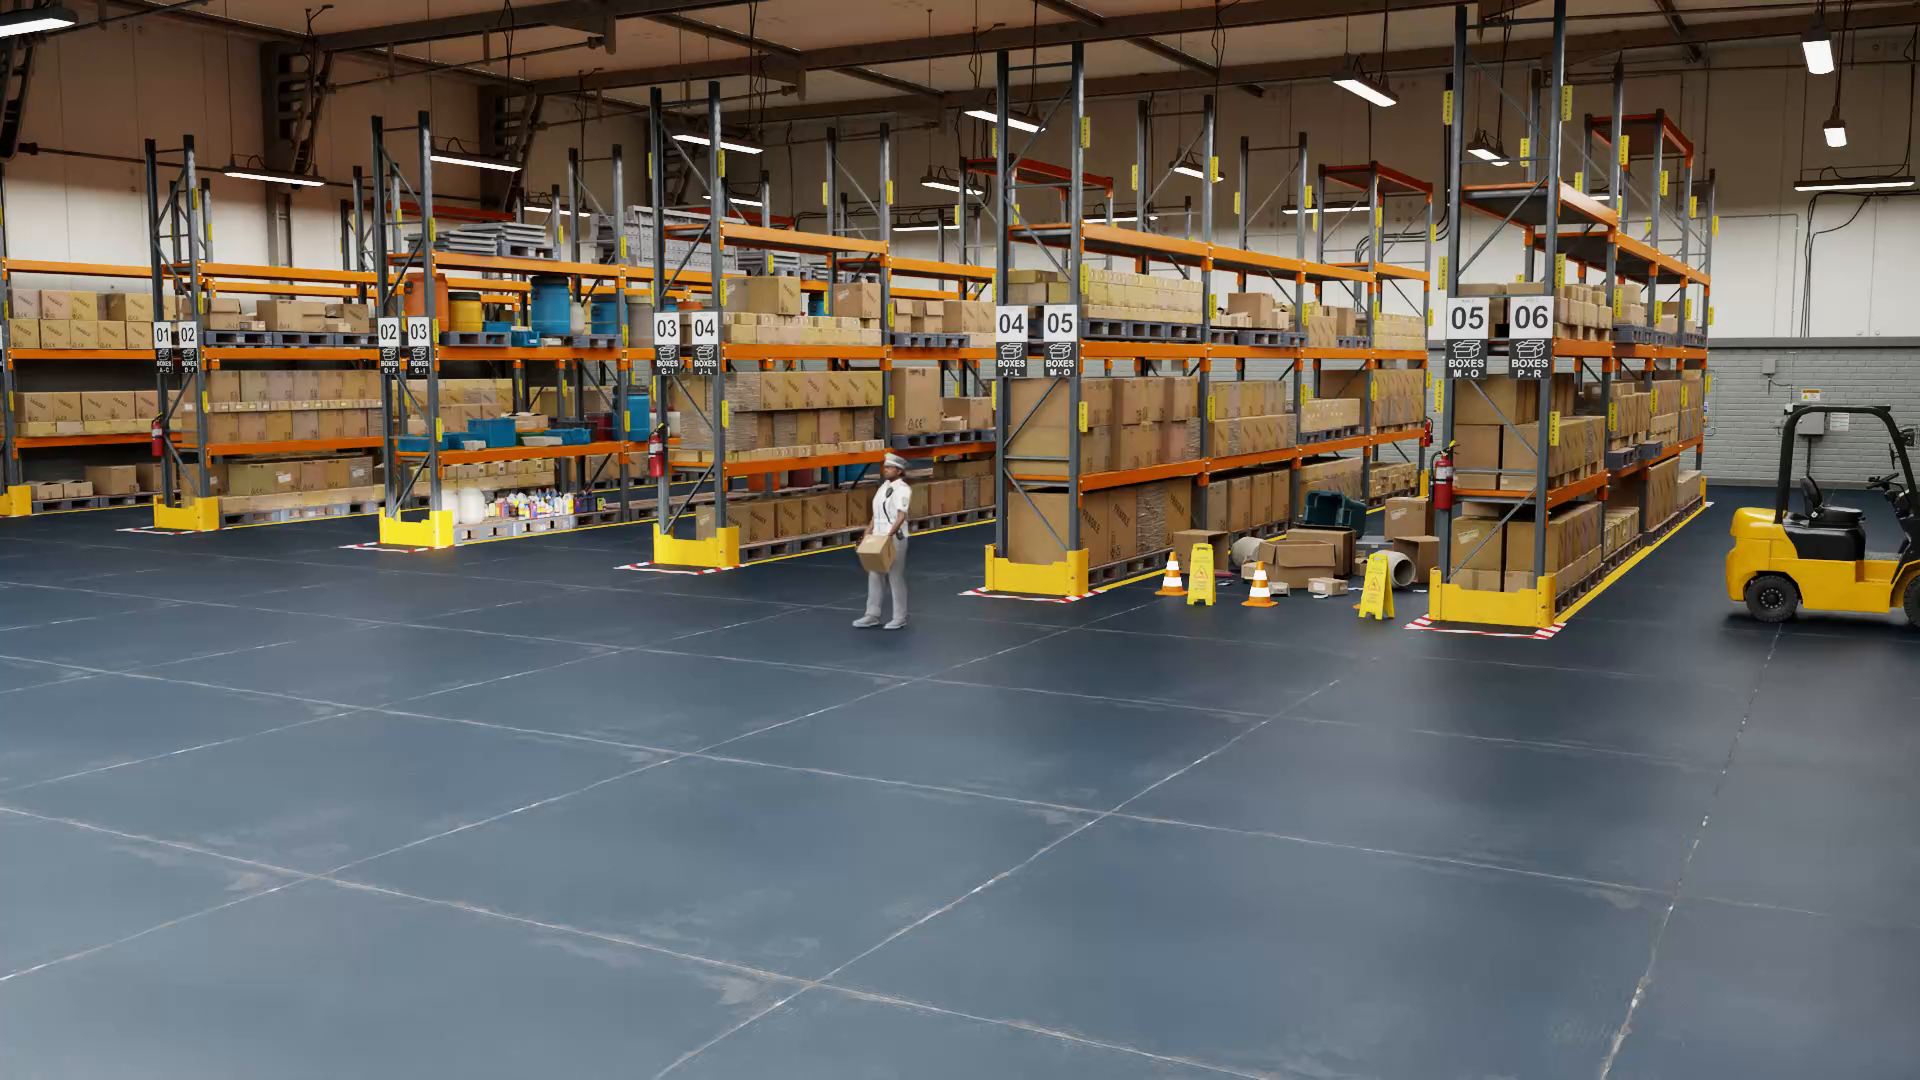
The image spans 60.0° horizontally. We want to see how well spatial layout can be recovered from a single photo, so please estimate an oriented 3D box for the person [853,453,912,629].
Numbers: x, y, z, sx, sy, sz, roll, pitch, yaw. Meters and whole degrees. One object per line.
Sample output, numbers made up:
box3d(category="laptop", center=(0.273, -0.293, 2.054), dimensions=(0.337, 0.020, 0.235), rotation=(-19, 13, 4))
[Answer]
box3d(category="person", center=(-0.725, 0.008, 16.088), dimensions=(0.514, 1.692, 0.488), rotation=(-4, 7, -35))
